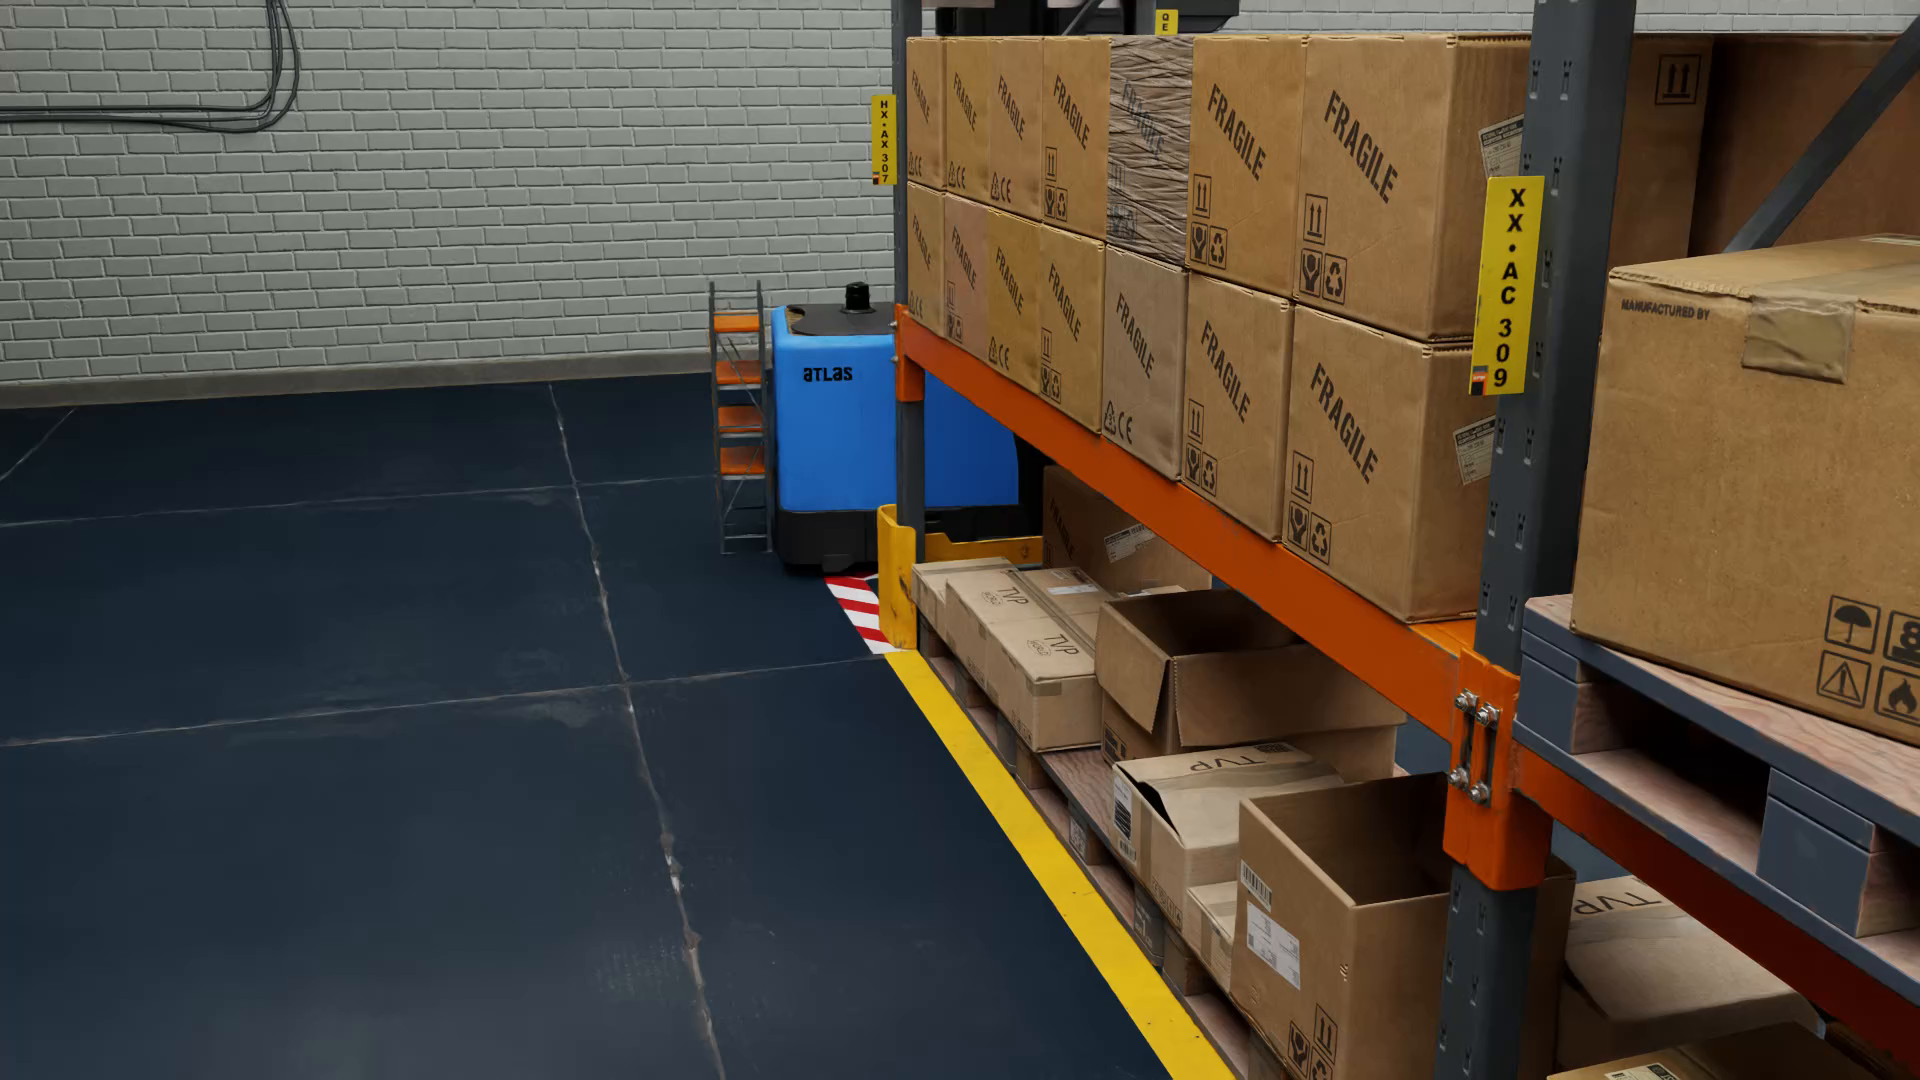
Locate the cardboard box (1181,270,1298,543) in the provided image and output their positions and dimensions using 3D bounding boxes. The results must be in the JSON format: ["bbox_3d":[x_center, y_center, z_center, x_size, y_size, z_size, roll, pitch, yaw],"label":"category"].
[{"bbox_3d":[0.815,-0.318,3.622,0.500,0.500,0.500,-4,17,-14],"label":"cardboard box"}]

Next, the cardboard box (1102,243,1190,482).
[{"bbox_3d":[0.672,-0.460,4.095,0.500,0.500,0.500,-4,17,-14],"label":"cardboard box"}]

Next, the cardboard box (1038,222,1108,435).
[{"bbox_3d":[0.529,-0.600,4.563,0.500,0.500,0.500,-4,17,-15],"label":"cardboard box"}]

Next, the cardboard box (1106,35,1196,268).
[{"bbox_3d":[0.673,-0.937,3.944,0.500,0.500,0.500,-5,17,-15],"label":"cardboard box"}]

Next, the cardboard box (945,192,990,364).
[{"bbox_3d":[0.258,-0.878,5.487,0.500,0.500,0.500,-5,17,-16],"label":"cardboard box"}]

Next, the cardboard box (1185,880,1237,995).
[{"bbox_3d":[0.752,0.911,3.896,0.380,0.149,0.250,-5,17,-15],"label":"cardboard box"}]

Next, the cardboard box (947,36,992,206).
[{"bbox_3d":[0.262,-1.355,5.337,0.500,0.500,0.500,-5,17,-15],"label":"cardboard box"}]

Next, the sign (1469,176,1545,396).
[{"bbox_3d":[0.823,-0.379,2.495,0.100,0.325,0.005,-5,17,-15],"label":"sign"}]

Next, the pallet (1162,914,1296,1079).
[{"bbox_3d":[1.154,1.136,3.803,1.003,0.211,1.213,-5,17,-15],"label":"pallet"}]

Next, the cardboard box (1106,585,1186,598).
[{"bbox_3d":[0.654,0.280,5.965,0.380,0.166,0.250,-5,17,-15],"label":"cardboard box"}]

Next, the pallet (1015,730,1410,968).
[{"bbox_3d":[0.816,0.798,4.929,1.003,0.211,1.213,-5,17,-15],"label":"pallet"}]

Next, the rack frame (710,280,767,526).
[{"bbox_3d":[-1.060,-0.651,8.032,0.240,1.200,0.015,-2,17,-7],"label":"rack frame"}]

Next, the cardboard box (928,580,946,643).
[{"bbox_3d":[0.096,0.243,6.091,0.380,0.166,0.250,-5,17,-15],"label":"cardboard box"}]

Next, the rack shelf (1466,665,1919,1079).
[{"bbox_3d":[1.892,0.888,1.031,1.077,0.370,4.000,-5,17,-15],"label":"rack shelf"}]

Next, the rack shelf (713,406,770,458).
[{"bbox_3d":[-1.028,-0.517,7.820,0.258,0.148,0.480,-2,17,-7],"label":"rack shelf"}]

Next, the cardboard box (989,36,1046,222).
[{"bbox_3d":[0.395,-1.216,4.875,0.500,0.500,0.500,-4,17,-14],"label":"cardboard box"}]

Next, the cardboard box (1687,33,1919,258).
[{"bbox_3d":[1.483,-0.689,3.119,0.500,0.500,0.500,-4,17,-14],"label":"cardboard box"}]

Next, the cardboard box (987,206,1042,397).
[{"bbox_3d":[0.393,-0.739,5.024,0.500,0.500,0.500,-5,17,-15],"label":"cardboard box"}]

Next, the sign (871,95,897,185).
[{"bbox_3d":[-0.279,-1.488,6.185,0.100,0.325,0.005,-5,17,-15],"label":"sign"}]

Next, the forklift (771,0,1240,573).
[{"bbox_3d":[0.642,-1.428,7.611,3.031,2.935,1.130,-2,17,-7],"label":"forklift"}]

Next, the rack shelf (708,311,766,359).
[{"bbox_3d":[-1.030,-0.958,7.687,0.258,0.148,0.480,-2,17,-7],"label":"rack shelf"}]

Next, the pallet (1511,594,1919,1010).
[{"bbox_3d":[1.457,0.312,2.033,1.003,0.211,1.213,-5,17,-15],"label":"pallet"}]

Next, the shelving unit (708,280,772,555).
[{"bbox_3d":[-1.028,-0.582,7.801,0.258,1.200,0.503,-2,17,-7],"label":"shelving unit"}]

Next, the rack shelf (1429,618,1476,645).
[{"bbox_3d":[0.793,-0.312,4.687,0.919,0.124,3.809,-5,17,-15],"label":"rack shelf"}]

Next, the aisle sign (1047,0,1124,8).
[{"bbox_3d":[0.519,-2.404,6.222,0.394,0.787,0.004,-5,17,-15],"label":"aisle sign"}]

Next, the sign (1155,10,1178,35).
[{"bbox_3d":[0.782,-1.860,6.368,0.100,0.325,0.005,-5,17,-15],"label":"sign"}]

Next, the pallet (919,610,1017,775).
[{"bbox_3d":[0.484,0.461,6.050,1.003,0.211,1.213,-5,17,-15],"label":"pallet"}]

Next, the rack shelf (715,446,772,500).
[{"bbox_3d":[-1.027,-0.327,7.877,0.258,0.148,0.480,-2,17,-7],"label":"rack shelf"}]

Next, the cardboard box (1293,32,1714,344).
[{"bbox_3d":[0.954,-0.656,3.009,0.500,0.500,0.500,-5,17,-15],"label":"cardboard box"}]

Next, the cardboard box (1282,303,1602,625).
[{"bbox_3d":[0.958,-0.175,3.148,0.500,0.500,0.500,-4,17,-14],"label":"cardboard box"}]

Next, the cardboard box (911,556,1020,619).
[{"bbox_3d":[0.028,0.182,6.324,0.380,0.149,0.250,-5,17,-15],"label":"cardboard box"}]

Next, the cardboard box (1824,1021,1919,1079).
[{"bbox_3d":[1.753,1.091,2.687,0.500,0.500,0.500,-5,17,-16],"label":"cardboard box"}]

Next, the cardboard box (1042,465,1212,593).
[{"bbox_3d":[0.629,0.001,6.313,0.500,0.500,0.500,-5,17,-15],"label":"cardboard box"}]

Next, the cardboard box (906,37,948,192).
[{"bbox_3d":[0.111,-1.499,5.817,0.500,0.500,0.500,-4,17,-14],"label":"cardboard box"}]

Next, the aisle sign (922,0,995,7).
[{"bbox_3d":[-0.058,-2.357,6.064,0.394,0.787,0.004,-5,17,-15],"label":"aisle sign"}]

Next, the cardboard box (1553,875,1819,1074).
[{"bbox_3d":[1.435,0.934,3.536,0.500,0.311,0.500,-5,17,-15],"label":"cardboard box"}]

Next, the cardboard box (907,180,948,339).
[{"bbox_3d":[0.111,-1.020,5.960,0.500,0.500,0.500,-4,17,-14],"label":"cardboard box"}]

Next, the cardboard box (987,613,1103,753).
[{"bbox_3d":[0.395,0.440,5.289,0.500,0.250,0.500,-5,17,-15],"label":"cardboard box"}]

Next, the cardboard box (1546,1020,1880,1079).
[{"bbox_3d":[1.241,1.130,2.556,0.500,0.500,0.500,-6,18,-18],"label":"cardboard box"}]

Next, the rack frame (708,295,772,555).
[{"bbox_3d":[-0.996,-0.512,7.569,0.240,1.200,0.015,-2,17,-7],"label":"rack frame"}]

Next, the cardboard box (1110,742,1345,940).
[{"bbox_3d":[0.707,0.725,4.234,0.500,0.311,0.500,-5,17,-15],"label":"cardboard box"}]

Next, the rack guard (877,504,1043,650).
[{"bbox_3d":[0.264,0.102,6.743,1.175,0.500,0.348,-5,17,-15],"label":"rack guard"}]

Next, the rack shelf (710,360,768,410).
[{"bbox_3d":[-1.029,-0.731,7.756,0.258,0.148,0.480,-2,17,-7],"label":"rack shelf"}]

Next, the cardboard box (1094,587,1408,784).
[{"bbox_3d":[0.821,0.456,4.794,0.797,0.503,0.637,-5,17,-15],"label":"cardboard box"}]

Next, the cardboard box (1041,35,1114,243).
[{"bbox_3d":[0.536,-1.076,4.408,0.500,0.500,0.500,-5,17,-16],"label":"cardboard box"}]

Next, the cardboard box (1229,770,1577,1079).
[{"bbox_3d":[0.913,0.842,3.516,0.500,0.500,0.500,-5,17,-15],"label":"cardboard box"}]

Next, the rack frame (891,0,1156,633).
[{"bbox_3d":[0.243,-1.116,6.453,1.000,3.000,0.127,-5,17,-15],"label":"rack frame"}]

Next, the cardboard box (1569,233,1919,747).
[{"bbox_3d":[1.257,-0.110,2.200,0.700,0.500,0.500,-12,20,-34],"label":"cardboard box"}]
